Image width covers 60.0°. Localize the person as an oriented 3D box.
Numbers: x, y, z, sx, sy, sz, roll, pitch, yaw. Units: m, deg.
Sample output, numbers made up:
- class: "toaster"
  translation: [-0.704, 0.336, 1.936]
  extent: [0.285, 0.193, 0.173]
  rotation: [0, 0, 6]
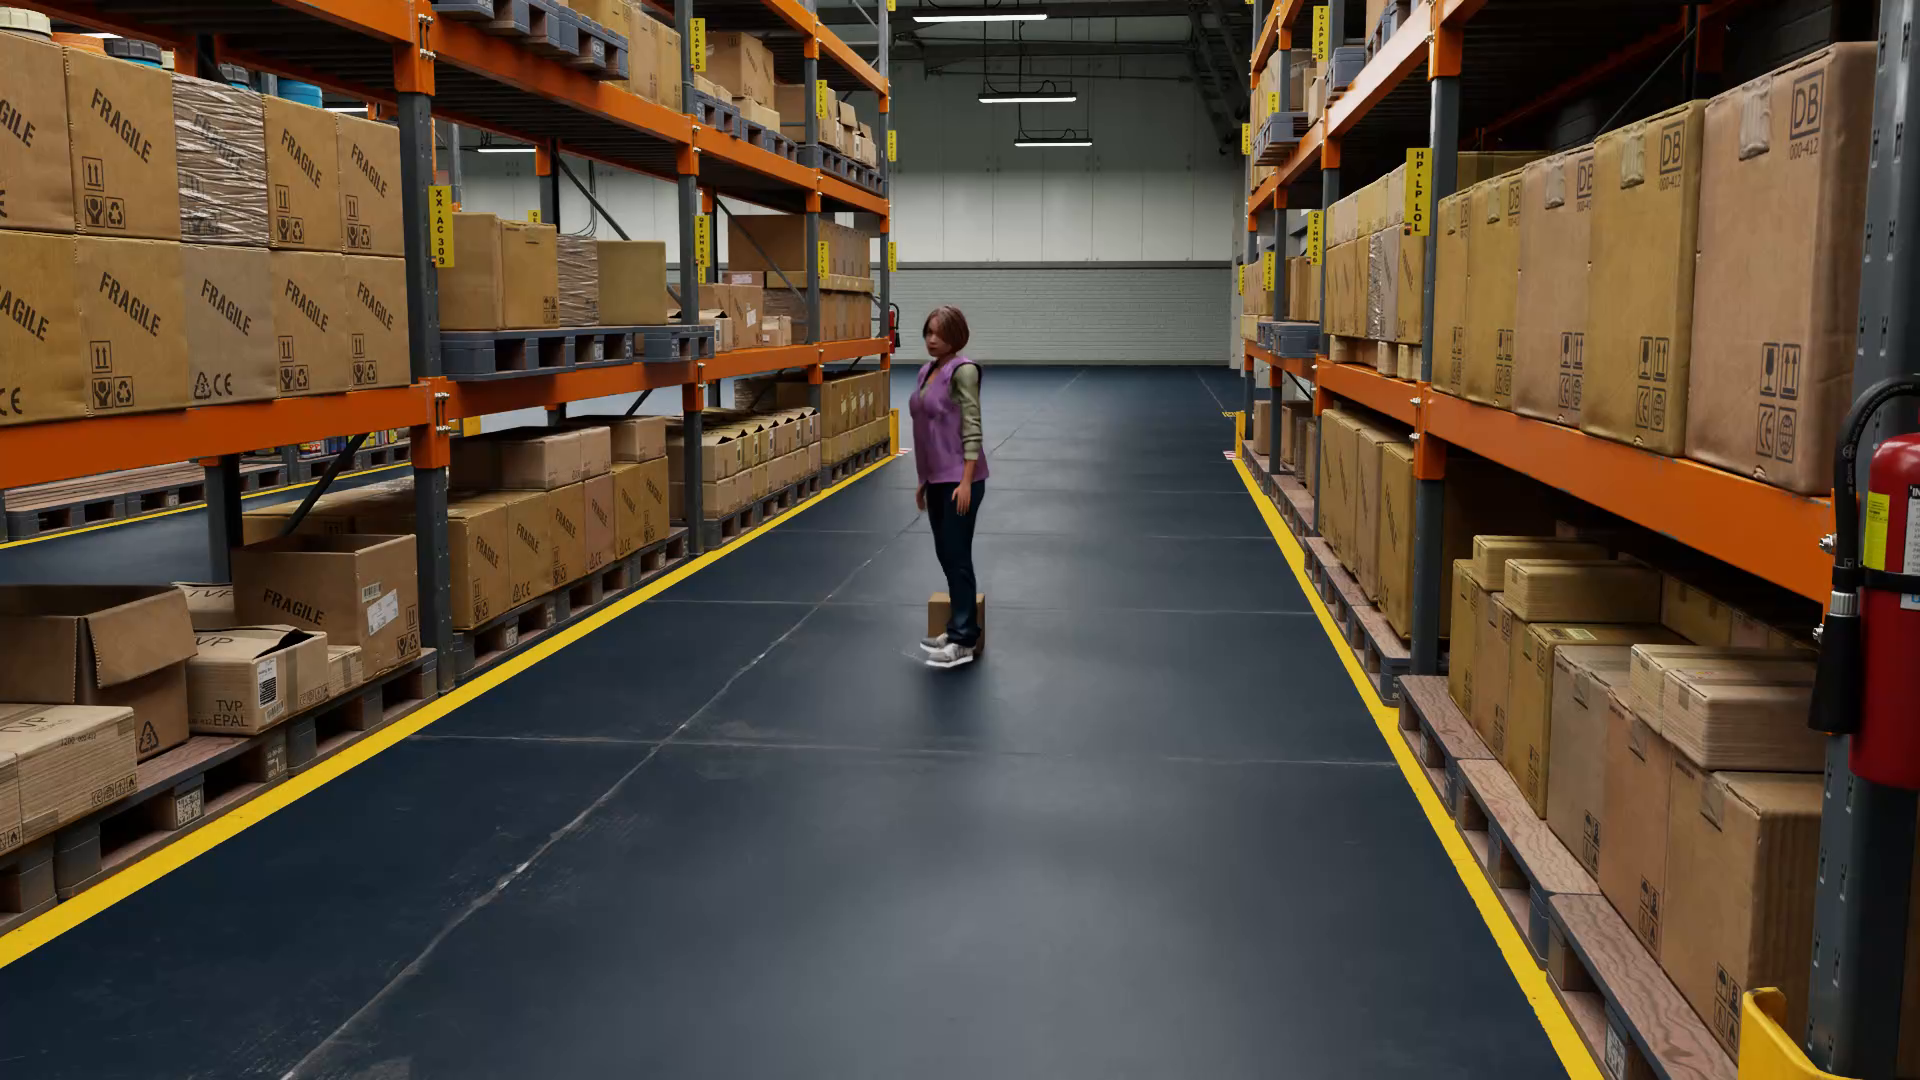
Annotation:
- class: "person"
  translation: [-0.057, -0.241, 7.470]
  extent: [0.401, 1.584, 0.483]
  rotation: [-4, 9, -27]
